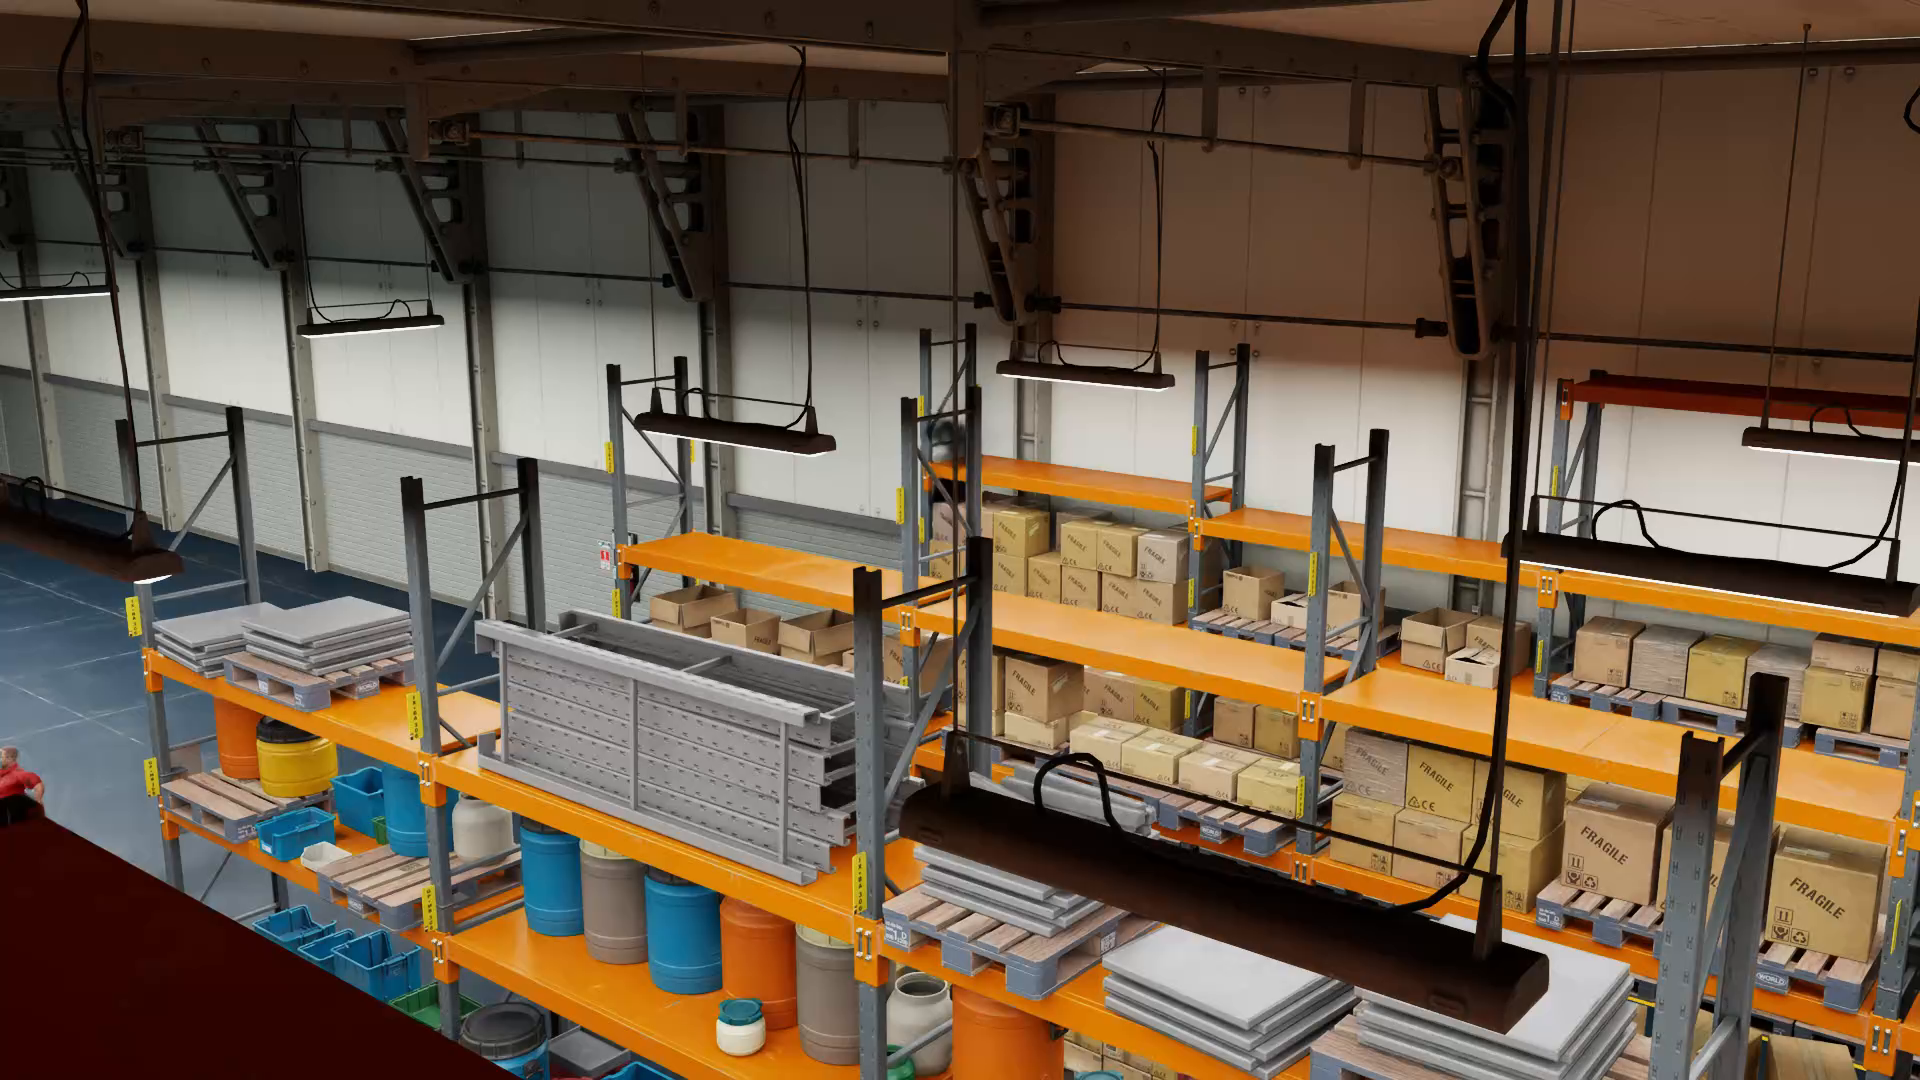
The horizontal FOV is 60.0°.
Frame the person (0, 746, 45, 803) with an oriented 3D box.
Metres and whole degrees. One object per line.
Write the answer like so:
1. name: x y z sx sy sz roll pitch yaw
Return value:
1. person: -10.475 3.141 18.497 0.780 1.795 0.647 -7 15 -30
